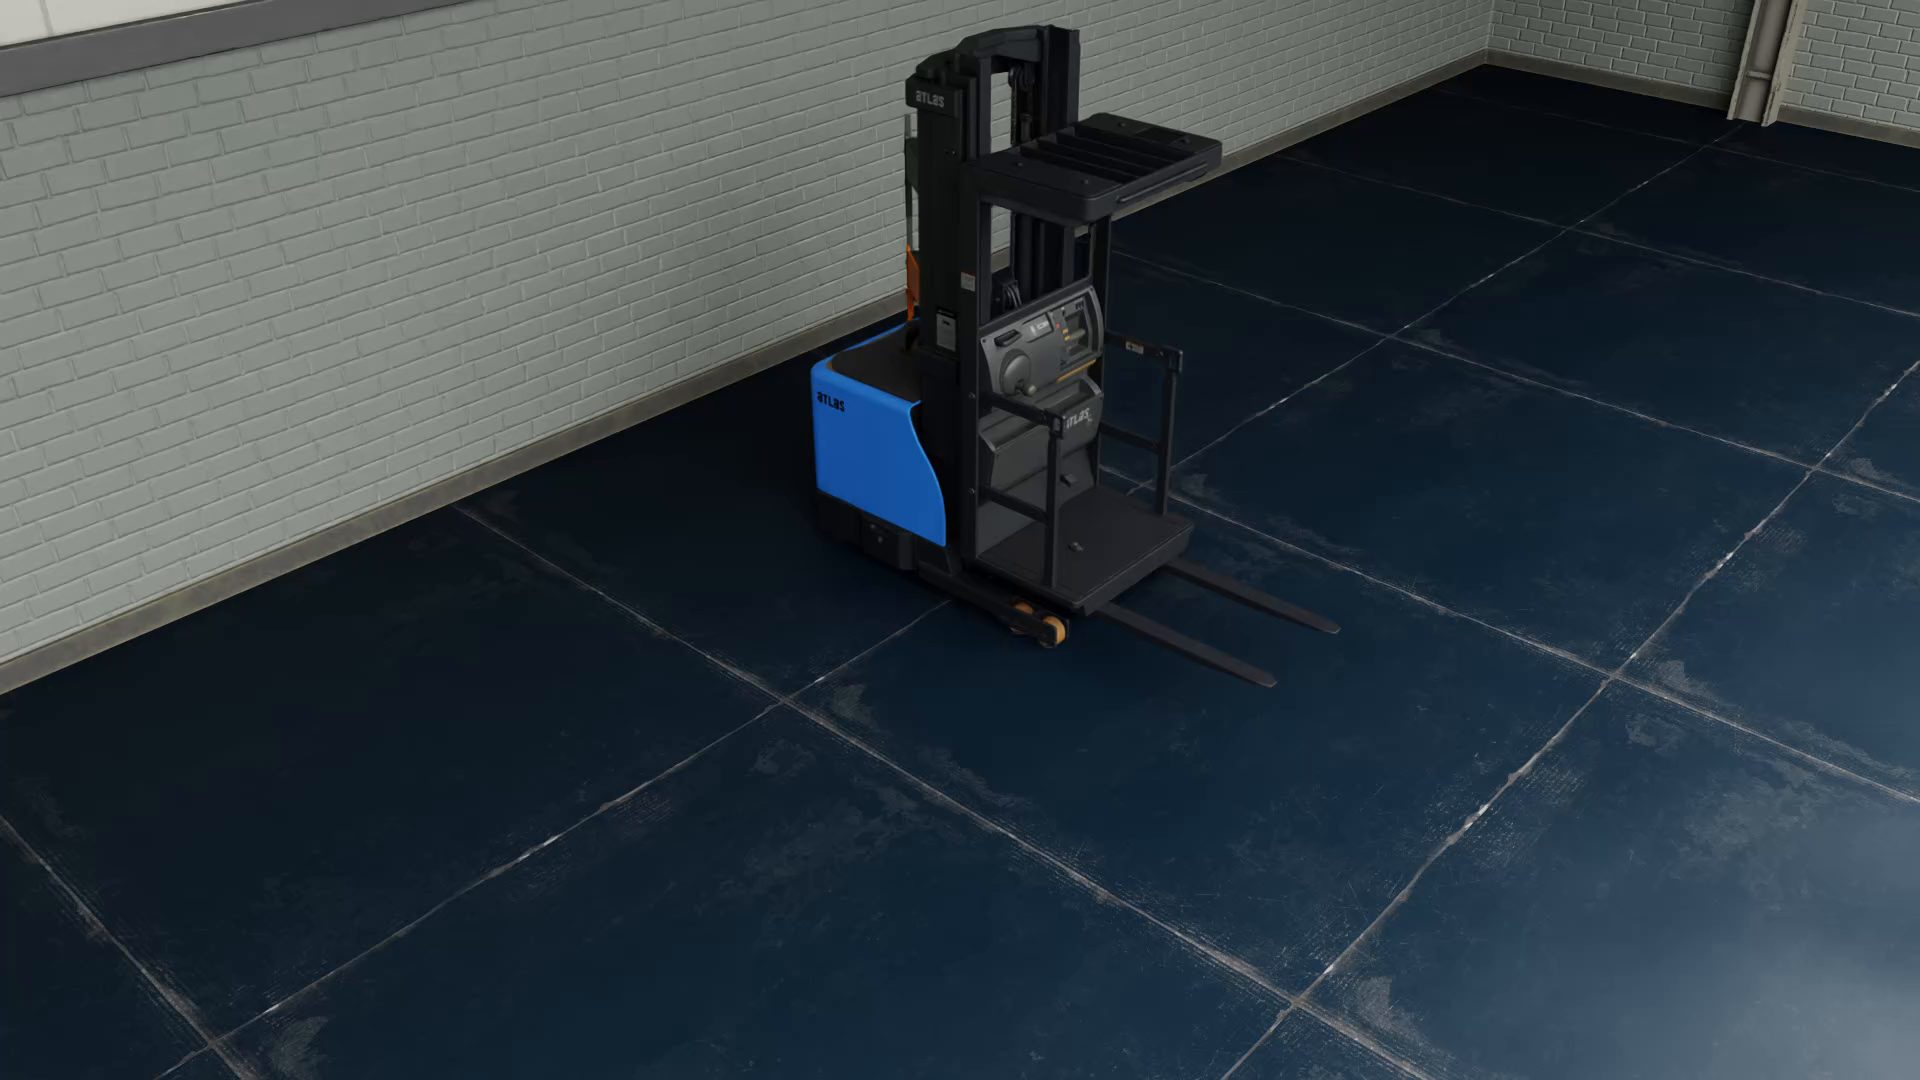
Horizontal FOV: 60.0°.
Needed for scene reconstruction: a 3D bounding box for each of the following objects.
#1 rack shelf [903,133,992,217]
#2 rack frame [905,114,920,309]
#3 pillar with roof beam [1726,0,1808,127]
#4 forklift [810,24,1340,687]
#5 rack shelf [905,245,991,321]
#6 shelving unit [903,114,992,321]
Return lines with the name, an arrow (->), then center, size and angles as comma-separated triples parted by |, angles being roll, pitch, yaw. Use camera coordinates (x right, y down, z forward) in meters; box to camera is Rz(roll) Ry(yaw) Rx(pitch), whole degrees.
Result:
rack shelf -> -0.078, -2.087, 9.794 | 0.431, 0.518, 0.480 | -6, 32, -10
rack frame -> -0.129, -1.622, 10.352 | 0.400, 2.100, 0.015 | -6, 32, -10
pillar with roof beam -> 5.073, -6.441, 11.669 | 0.400, 9.000, 9.100 | 25, 39, 35
forklift -> 0.590, -0.995, 8.506 | 3.031, 2.935, 1.130 | 24, 39, 34
rack shelf -> -0.078, -1.487, 10.155 | 0.431, 0.518, 0.480 | -6, 32, -10
shelving unit -> -0.078, -1.499, 10.148 | 0.431, 2.100, 0.503 | -6, 32, -10
